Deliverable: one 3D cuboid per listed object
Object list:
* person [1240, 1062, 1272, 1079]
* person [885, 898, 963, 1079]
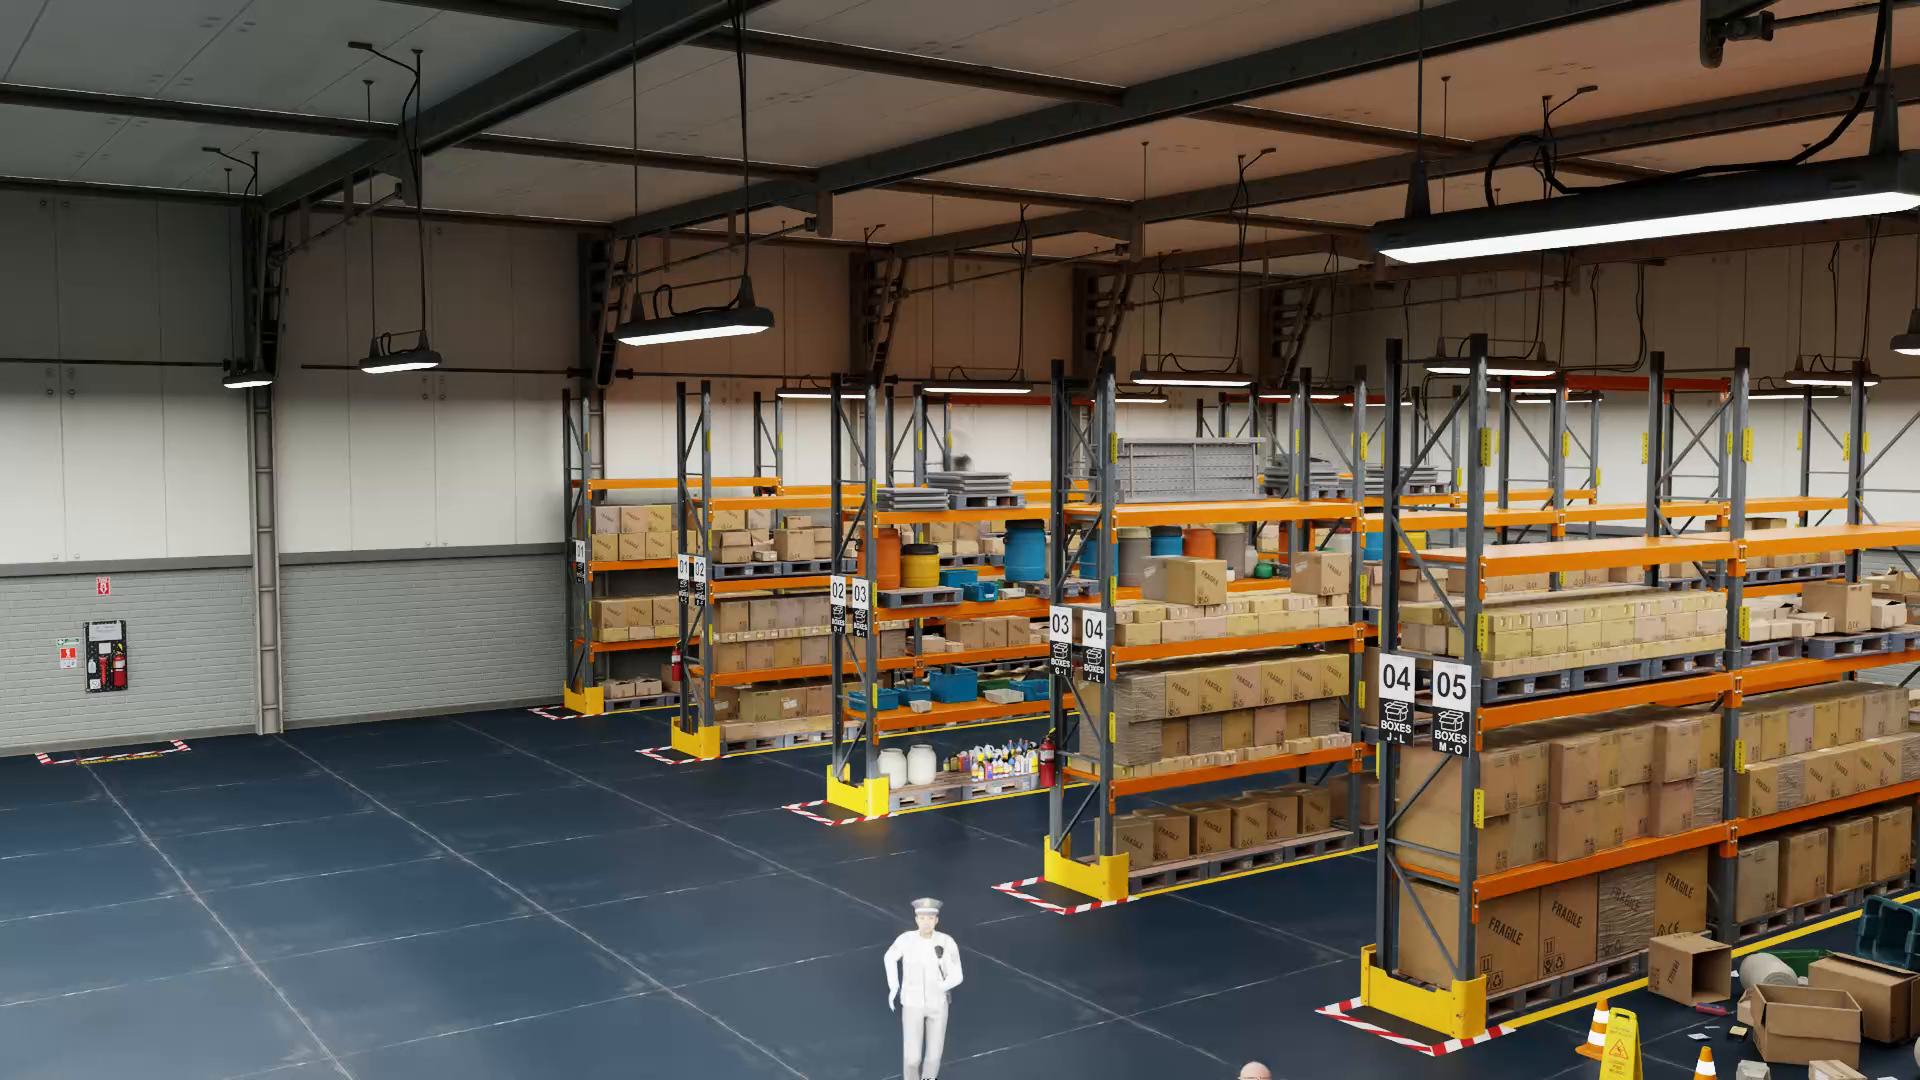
[{"bbox_3d":[1.579,3.681,8.915,0.710,1.781,1.049,0,4,8],"label":"person"},{"bbox_3d":[-0.270,3.514,12.499,0.582,1.666,0.647,0,4,-4],"label":"person"}]
